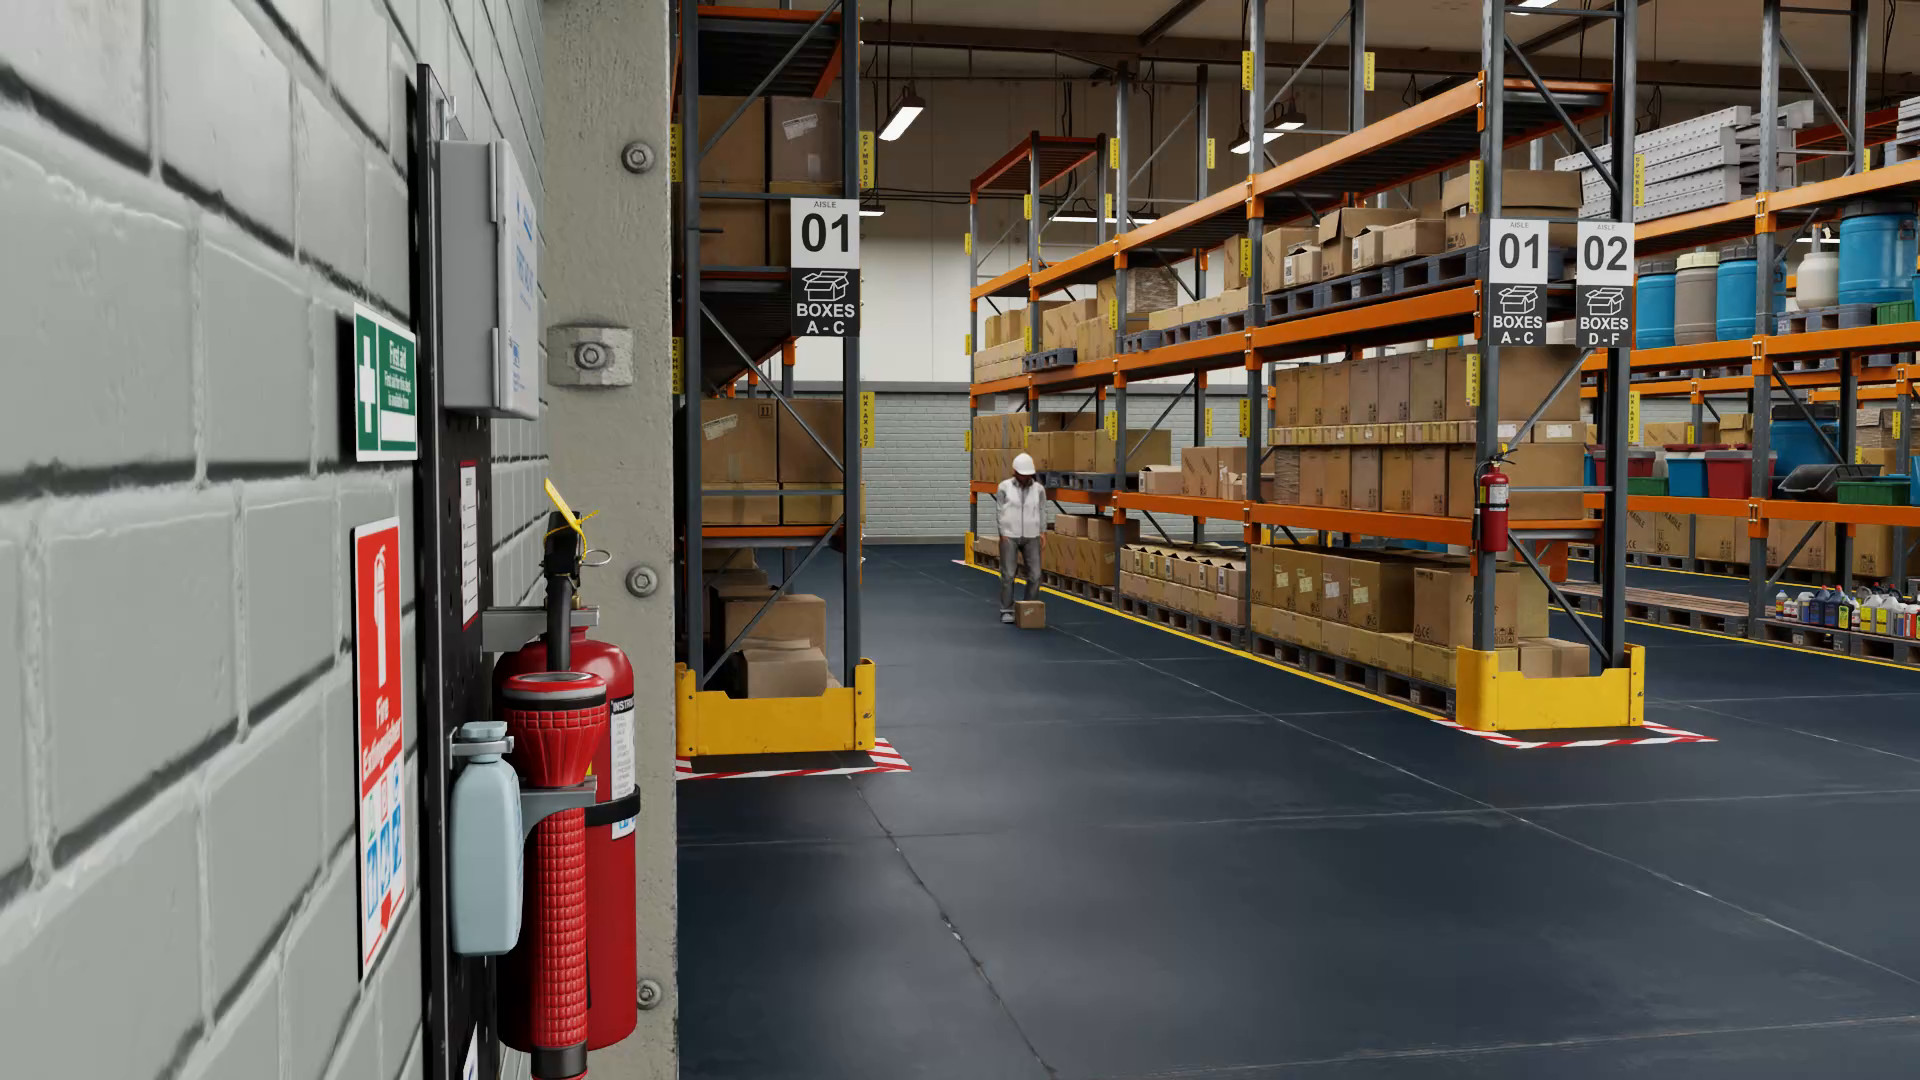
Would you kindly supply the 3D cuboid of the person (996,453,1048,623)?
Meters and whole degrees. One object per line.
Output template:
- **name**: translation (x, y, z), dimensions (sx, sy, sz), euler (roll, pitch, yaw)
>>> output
- **person**: translation (0.640, -0.020, 17.090), dimensions (0.549, 1.743, 0.427), euler (-1, 3, -10)
